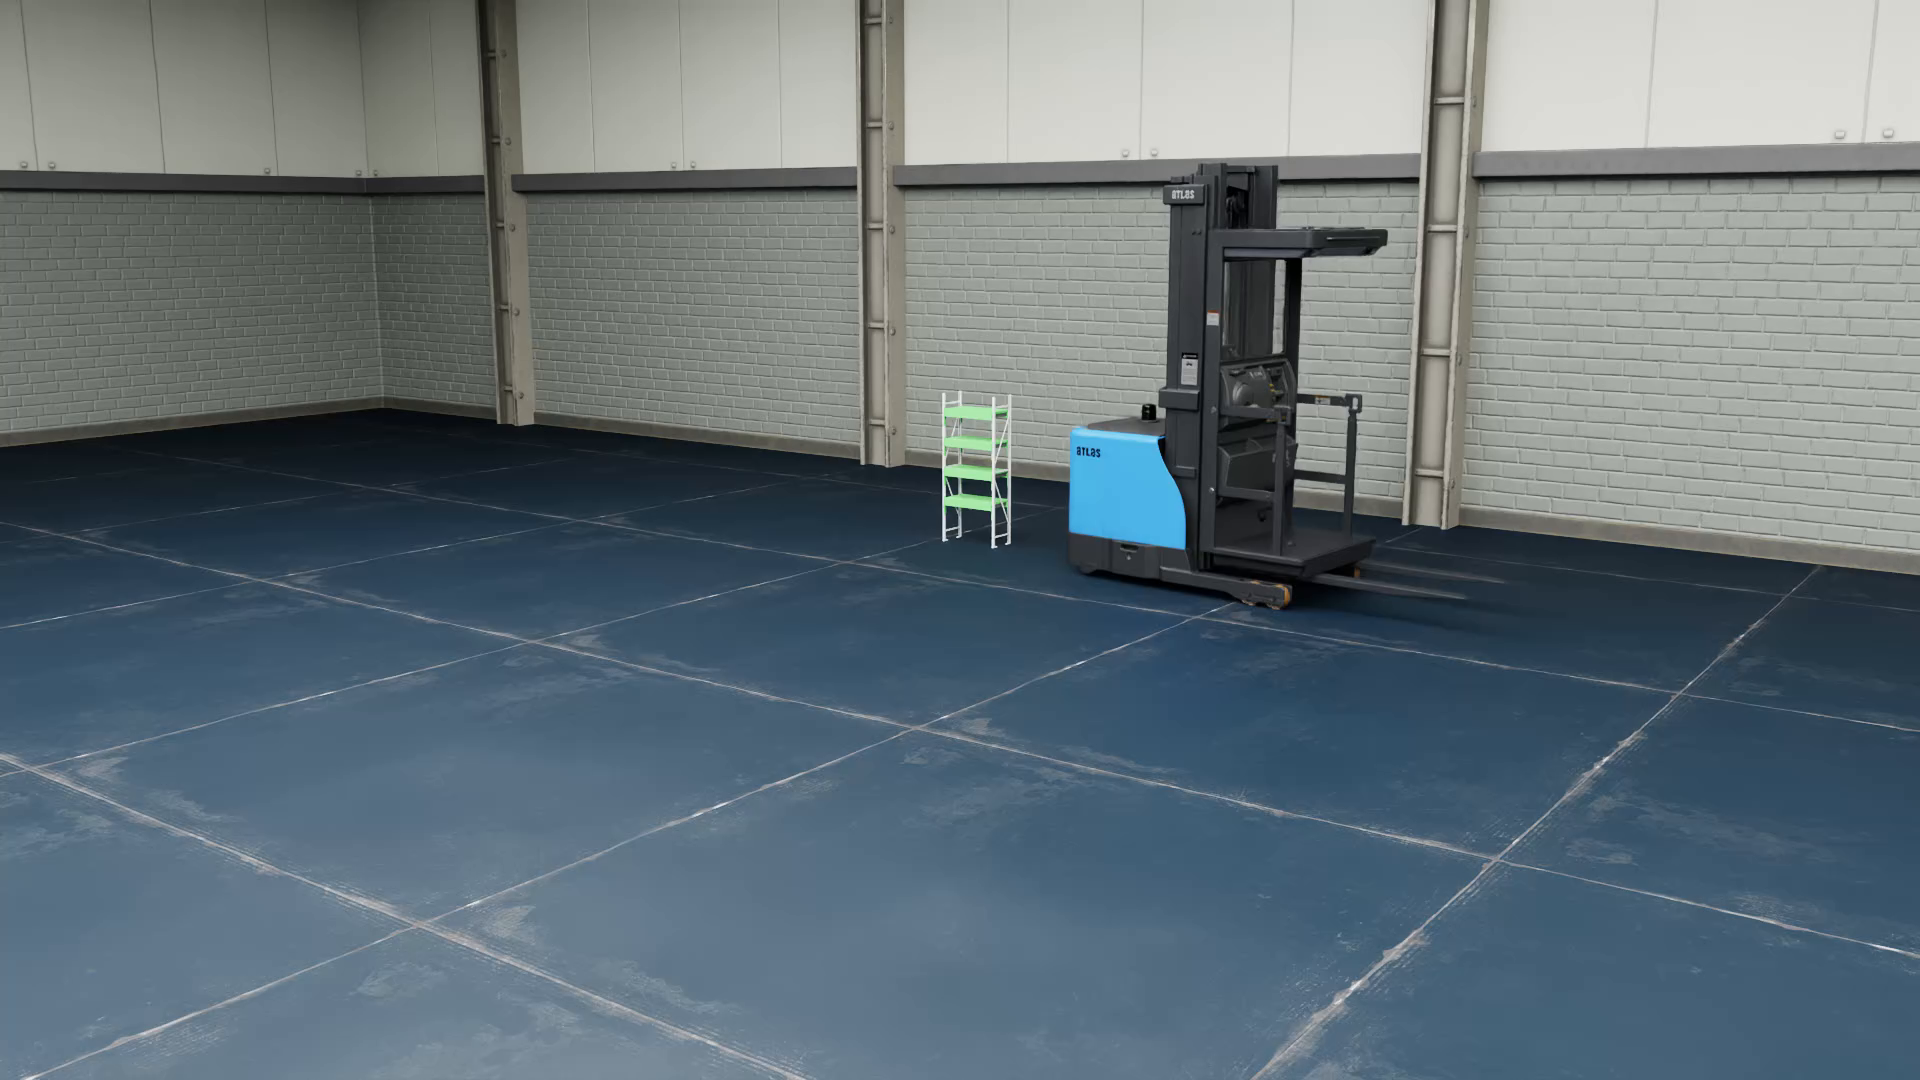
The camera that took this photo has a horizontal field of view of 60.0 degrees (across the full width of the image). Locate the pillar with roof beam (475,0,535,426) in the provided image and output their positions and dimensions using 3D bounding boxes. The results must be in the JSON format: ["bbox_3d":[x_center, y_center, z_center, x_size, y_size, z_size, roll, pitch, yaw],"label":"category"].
[{"bbox_3d":[-8.198,-5.241,16.927,0.400,9.000,9.100,8,13,36],"label":"pillar with roof beam"}]

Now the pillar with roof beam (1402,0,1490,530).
[{"bbox_3d":[1.474,-3.891,9.953,0.400,9.000,9.100,8,13,36],"label":"pillar with roof beam"}]

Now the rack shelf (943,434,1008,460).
[{"bbox_3d":[0.133,-0.743,13.286,0.480,0.148,0.258,8,13,36],"label":"rack shelf"}]

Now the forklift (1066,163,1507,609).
[{"bbox_3d":[2.235,-1.086,11.429,3.031,2.935,1.130,9,14,40],"label":"forklift"}]

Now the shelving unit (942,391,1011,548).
[{"bbox_3d":[0.133,-0.570,13.320,0.503,1.200,0.258,8,13,36],"label":"shelving unit"}]

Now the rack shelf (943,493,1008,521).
[{"bbox_3d":[0.133,-0.272,13.377,0.480,0.148,0.258,8,13,36],"label":"rack shelf"}]

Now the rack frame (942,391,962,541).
[{"bbox_3d":[-0.063,-0.598,13.461,0.015,1.200,0.240,8,13,36],"label":"rack frame"}]

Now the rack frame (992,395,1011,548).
[{"bbox_3d":[0.330,-0.543,13.178,0.015,1.200,0.240,8,13,36],"label":"rack frame"}]

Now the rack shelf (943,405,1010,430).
[{"bbox_3d":[0.133,-0.979,13.240,0.480,0.148,0.258,8,13,36],"label":"rack shelf"}]

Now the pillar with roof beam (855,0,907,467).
[{"bbox_3d":[-3.362,-4.566,13.440,0.400,9.000,9.100,8,13,36],"label":"pillar with roof beam"}]

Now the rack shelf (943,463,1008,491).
[{"bbox_3d":[0.133,-0.508,13.332,0.480,0.148,0.258,8,13,36],"label":"rack shelf"}]
